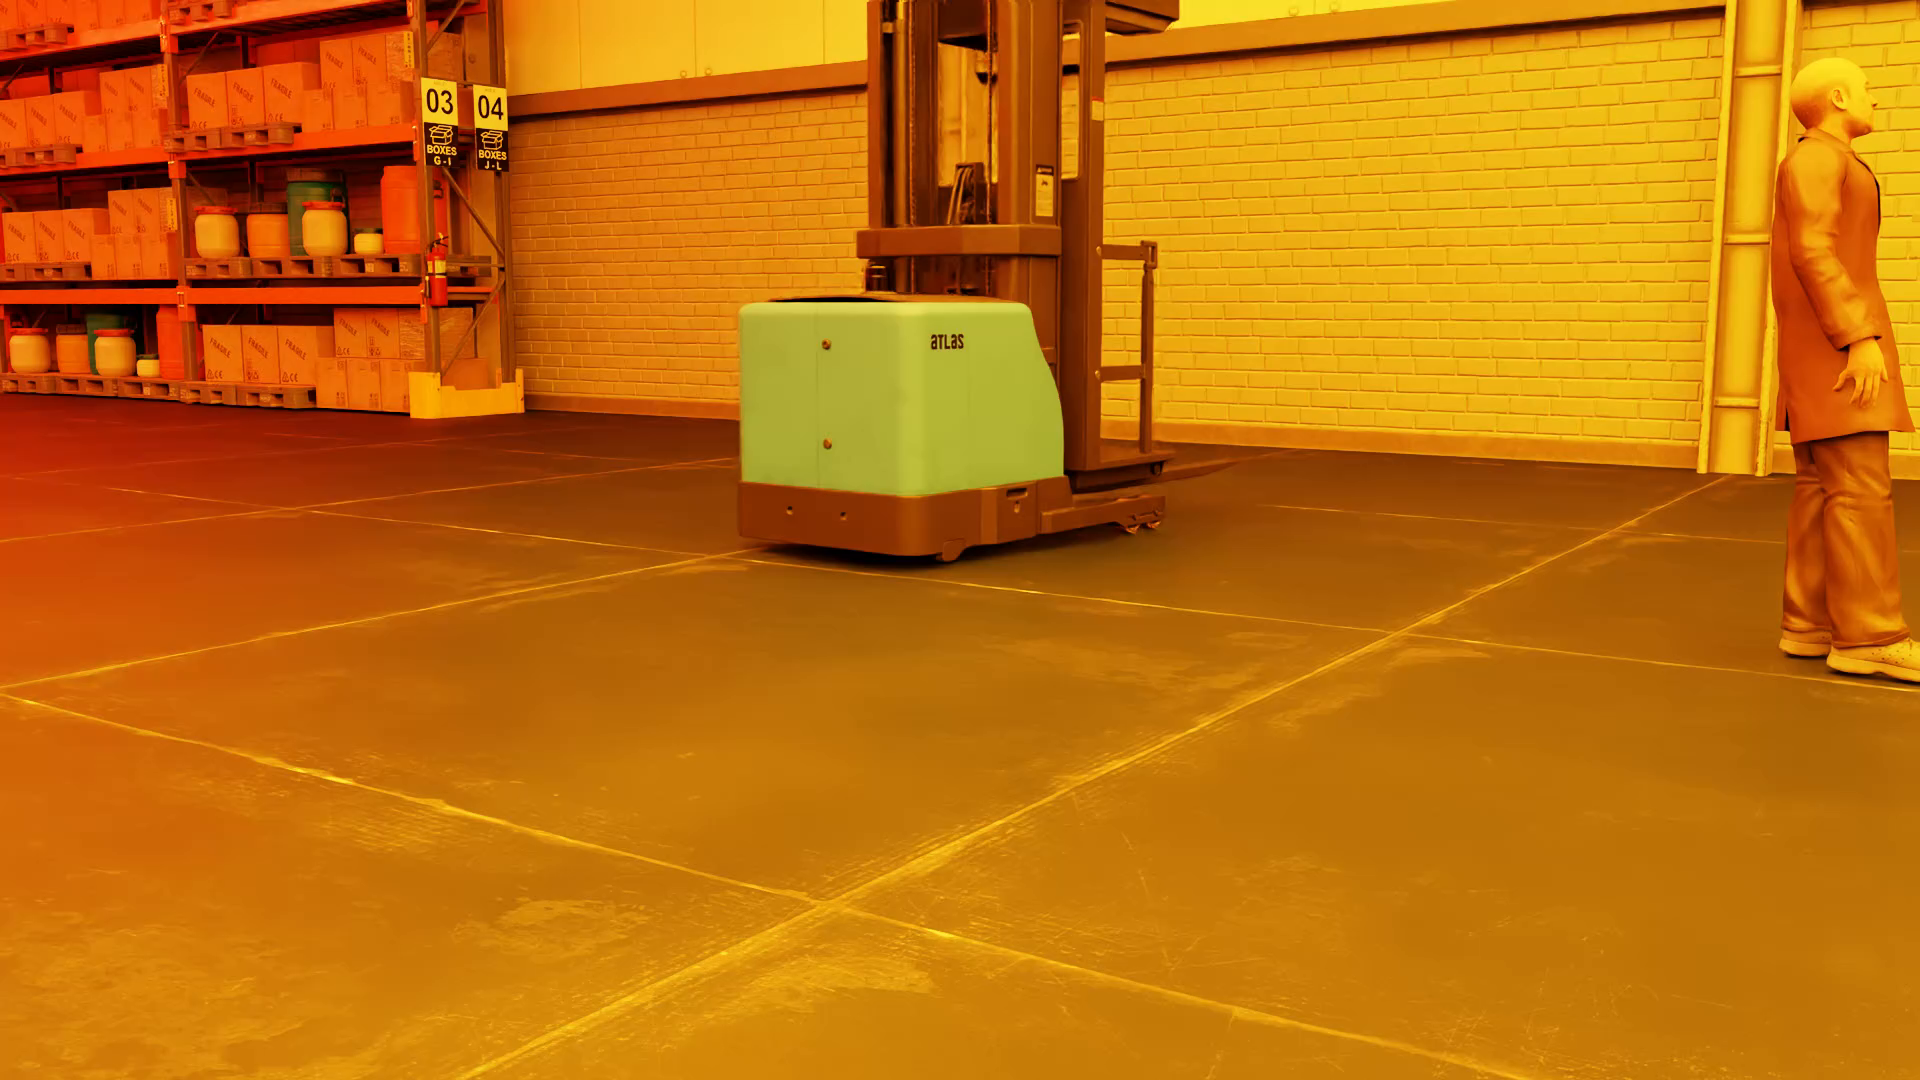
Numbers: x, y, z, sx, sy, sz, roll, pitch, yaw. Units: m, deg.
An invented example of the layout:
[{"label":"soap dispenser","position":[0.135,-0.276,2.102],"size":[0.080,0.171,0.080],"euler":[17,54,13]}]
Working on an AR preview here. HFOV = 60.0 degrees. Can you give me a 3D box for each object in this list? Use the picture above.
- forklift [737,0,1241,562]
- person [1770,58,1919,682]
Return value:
[{"label":"forklift","position":[0.336,-1.523,7.900],"size":[1.130,2.935,3.031],"euler":[6,10,37]},{"label":"person","position":[2.688,-0.522,4.908],"size":[0.582,1.776,0.694],"euler":[3,9,22]}]
